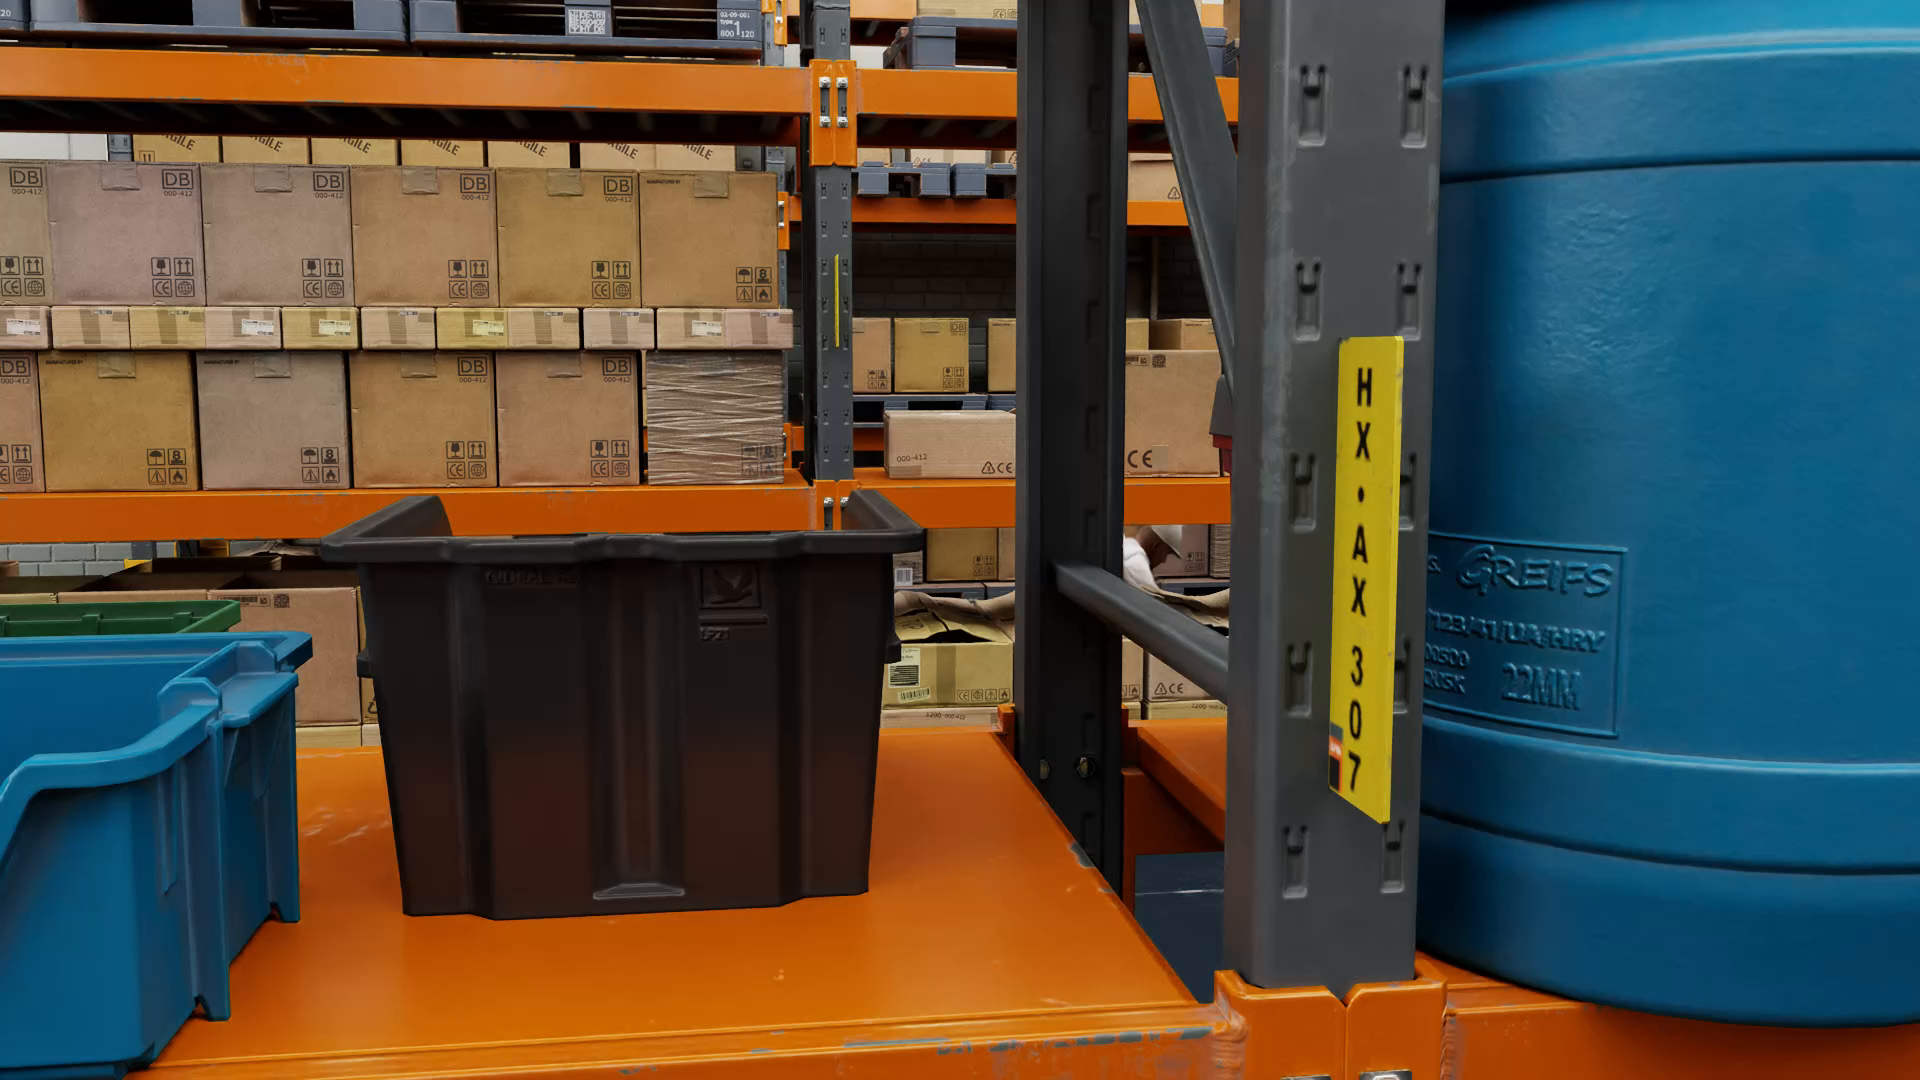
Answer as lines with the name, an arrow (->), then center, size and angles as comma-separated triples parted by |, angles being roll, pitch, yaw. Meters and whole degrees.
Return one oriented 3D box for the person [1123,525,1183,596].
person -> 0.780, 0.355, 8.432 | 0.885, 0.996, 0.580 | -1, 7, -9
